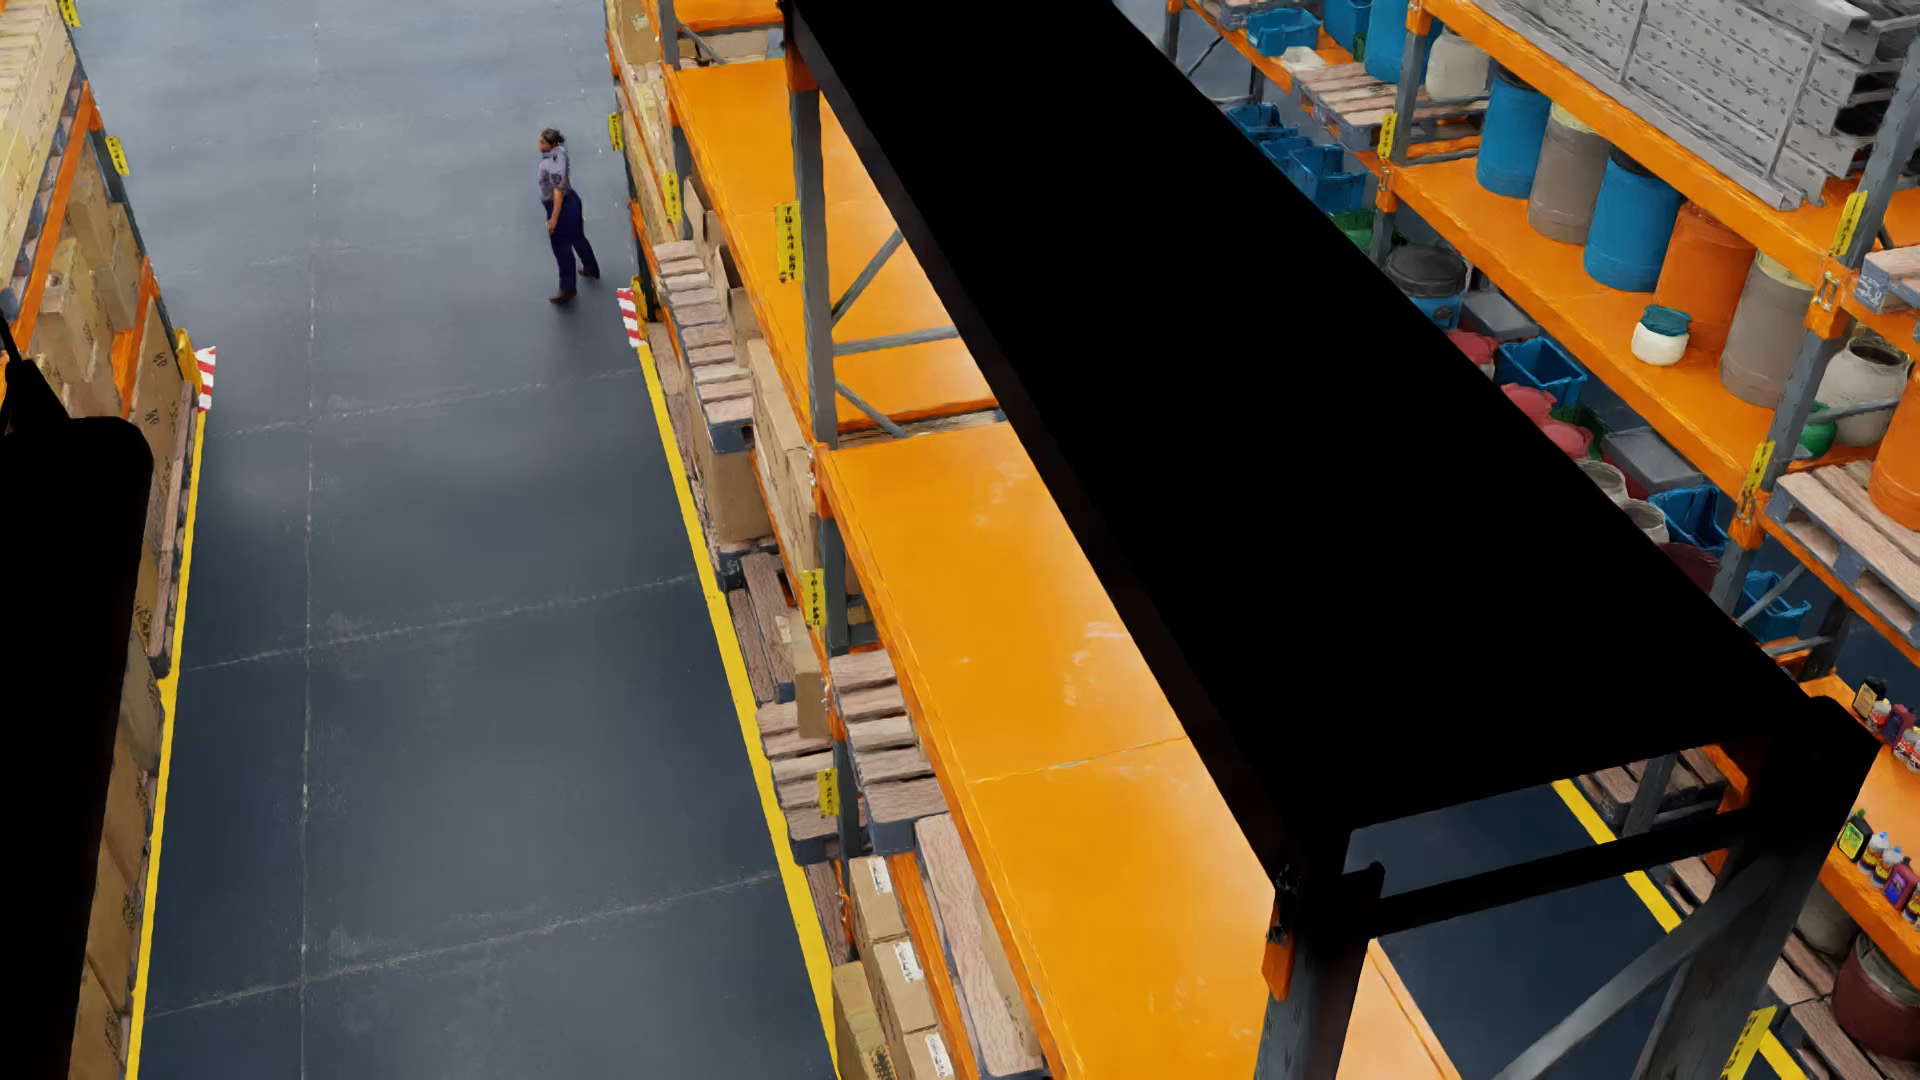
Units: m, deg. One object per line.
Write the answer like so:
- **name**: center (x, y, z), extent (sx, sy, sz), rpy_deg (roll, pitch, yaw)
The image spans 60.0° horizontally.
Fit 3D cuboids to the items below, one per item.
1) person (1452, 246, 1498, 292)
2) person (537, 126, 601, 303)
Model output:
- **person**: center (4.595, -2.493, 14.587), extent (0.677, 1.741, 0.547), rpy_deg (-12, 40, -14)
- **person**: center (-3.667, -3.065, 15.379), extent (0.459, 1.637, 0.644), rpy_deg (-4, 39, -5)
